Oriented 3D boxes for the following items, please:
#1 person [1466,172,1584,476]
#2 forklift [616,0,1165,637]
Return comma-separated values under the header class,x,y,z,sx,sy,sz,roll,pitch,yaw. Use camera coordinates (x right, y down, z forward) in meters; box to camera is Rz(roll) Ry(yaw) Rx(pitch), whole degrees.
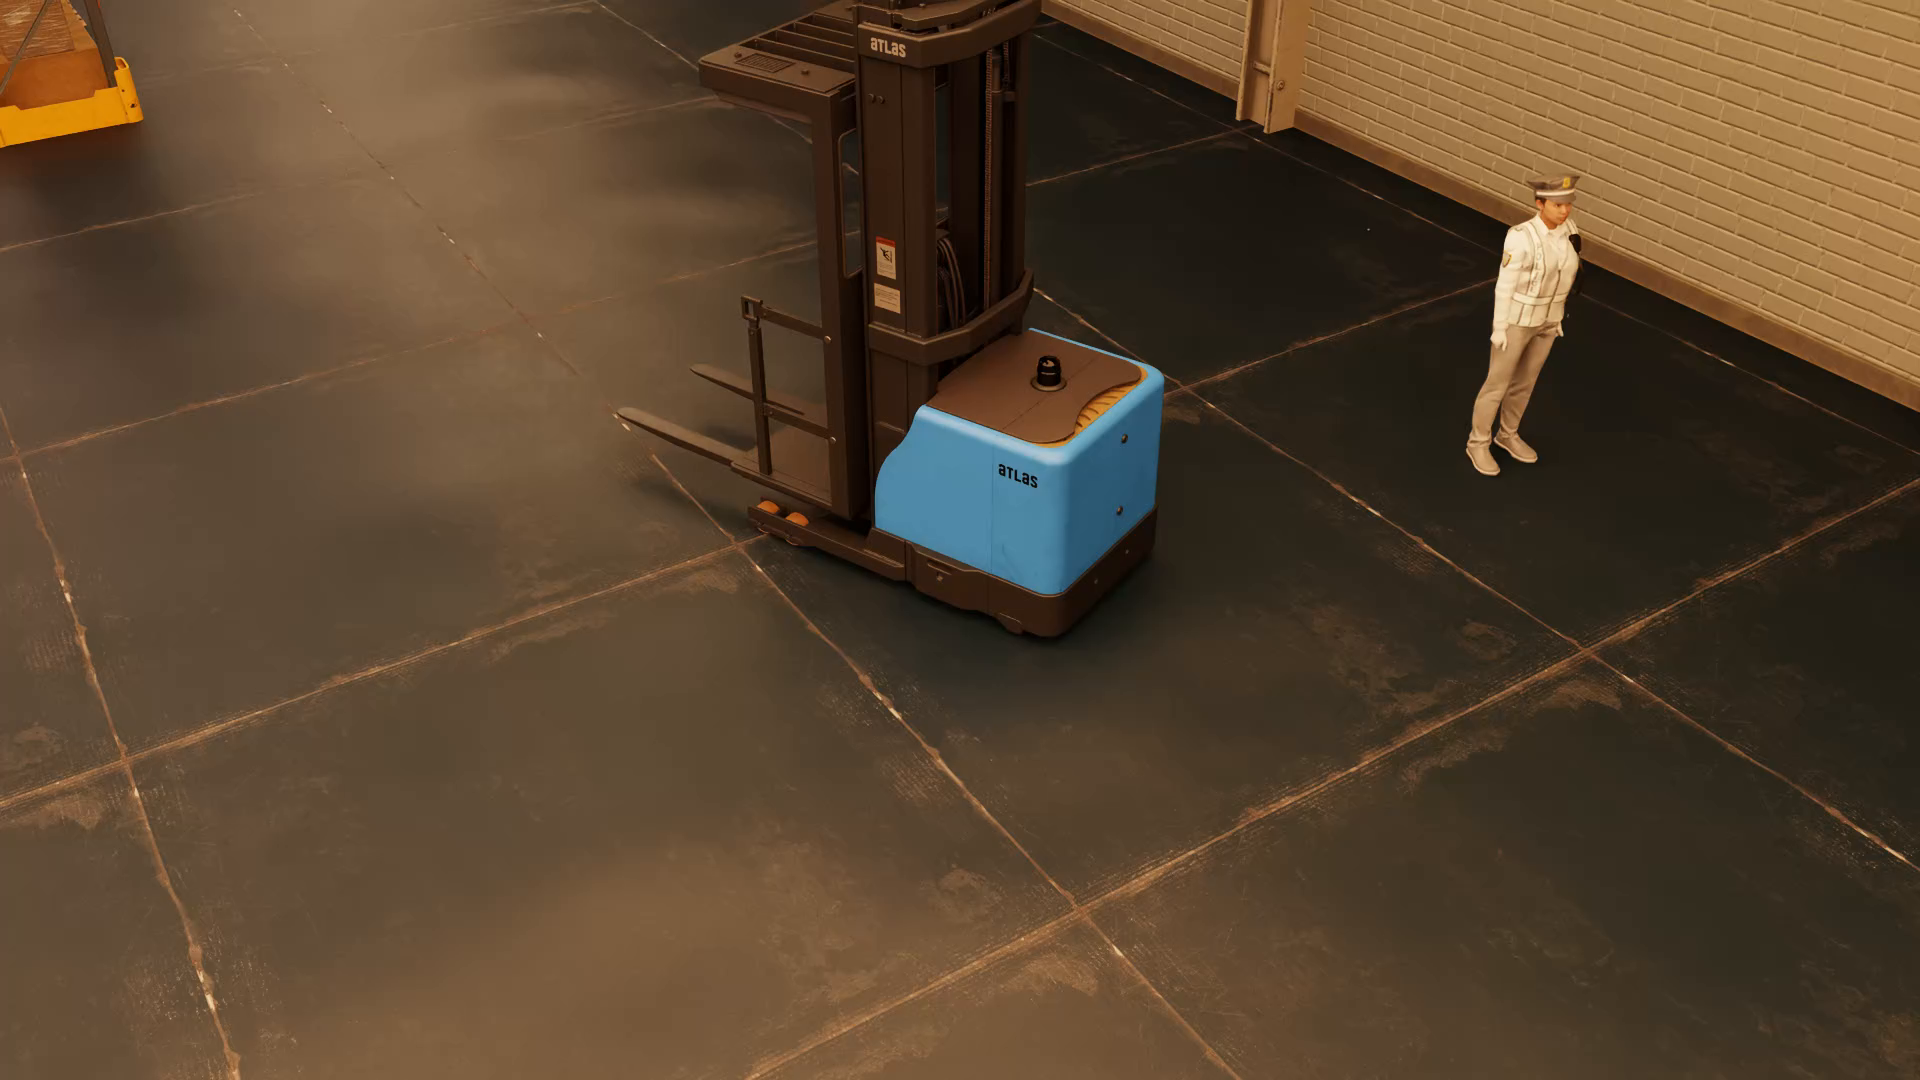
class,x,y,z,sx,sy,sz,roll,pitch,yaw
person,3.048,-1.171,8.896,0.463,1.693,0.348,-15,38,-20
forklift,-0.500,-1.399,8.138,3.031,2.935,1.130,22,41,28
